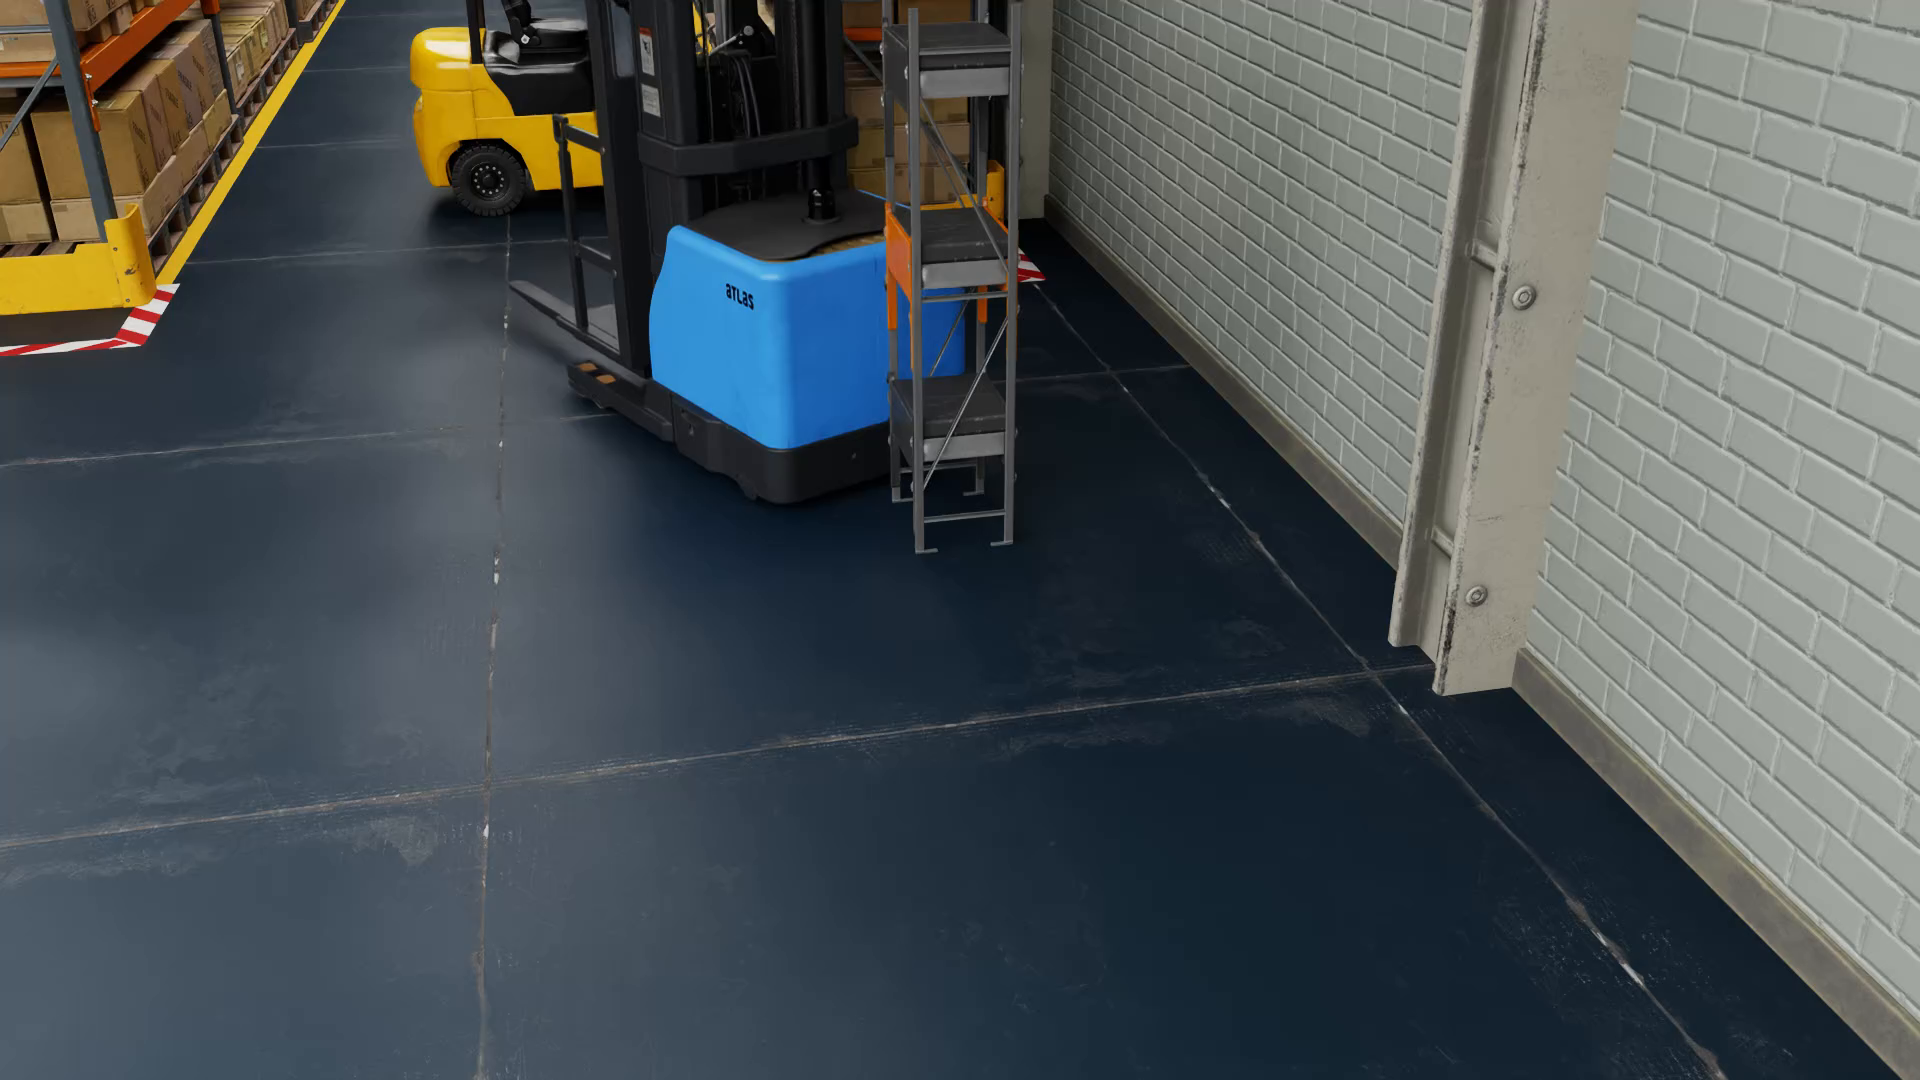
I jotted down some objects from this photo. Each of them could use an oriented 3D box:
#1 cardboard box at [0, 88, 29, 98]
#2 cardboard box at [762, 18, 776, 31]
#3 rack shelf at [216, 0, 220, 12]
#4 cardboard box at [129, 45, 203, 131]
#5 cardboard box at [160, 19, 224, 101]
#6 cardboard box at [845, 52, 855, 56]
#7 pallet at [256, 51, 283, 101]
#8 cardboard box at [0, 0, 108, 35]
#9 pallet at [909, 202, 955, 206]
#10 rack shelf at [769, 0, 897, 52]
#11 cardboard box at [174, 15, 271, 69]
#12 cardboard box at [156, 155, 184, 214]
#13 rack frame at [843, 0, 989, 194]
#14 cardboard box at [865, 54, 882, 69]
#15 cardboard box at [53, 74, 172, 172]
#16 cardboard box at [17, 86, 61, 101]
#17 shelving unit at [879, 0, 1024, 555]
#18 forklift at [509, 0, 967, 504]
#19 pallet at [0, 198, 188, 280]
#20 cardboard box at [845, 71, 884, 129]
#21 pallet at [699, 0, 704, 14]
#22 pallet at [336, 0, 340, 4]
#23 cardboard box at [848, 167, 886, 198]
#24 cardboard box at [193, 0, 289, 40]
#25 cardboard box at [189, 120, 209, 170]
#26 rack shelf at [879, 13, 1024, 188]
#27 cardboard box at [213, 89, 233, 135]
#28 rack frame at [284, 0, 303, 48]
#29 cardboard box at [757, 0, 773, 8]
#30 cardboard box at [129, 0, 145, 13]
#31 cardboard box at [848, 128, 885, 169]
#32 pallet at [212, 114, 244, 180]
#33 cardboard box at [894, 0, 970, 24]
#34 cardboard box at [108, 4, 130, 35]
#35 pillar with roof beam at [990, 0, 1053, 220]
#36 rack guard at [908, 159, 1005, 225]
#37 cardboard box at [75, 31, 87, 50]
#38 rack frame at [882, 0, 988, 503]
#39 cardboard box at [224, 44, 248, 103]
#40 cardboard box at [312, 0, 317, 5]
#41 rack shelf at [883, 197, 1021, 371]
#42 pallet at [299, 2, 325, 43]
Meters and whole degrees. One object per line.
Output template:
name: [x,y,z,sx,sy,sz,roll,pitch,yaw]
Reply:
cardboard box: [-5.746,-2.703,9.809,0.380,0.149,0.250,-5,27,-10]
cardboard box: [-1.198,-3.620,12.069,0.500,0.250,0.500,-5,27,-10]
rack shelf: [-6.516,-4.952,14.030,1.077,0.370,4.000,-6,27,-12]
cardboard box: [-5.438,-3.010,11.138,0.500,0.500,0.500,-5,27,-9]
cardboard box: [-5.670,-3.457,12.024,0.500,0.500,0.500,-6,27,-12]
cardboard box: [-0.980,-3.165,11.168,0.500,0.250,0.500,-6,27,-11]
pallet: [-6.520,-4.028,14.497,1.003,0.211,1.213,-6,27,-12]
cardboard box: [-5.000,-3.052,9.027,0.500,0.500,0.500,-6,27,-12]
pallet: [-0.542,-2.231,10.936,1.003,0.211,1.213,-6,27,-12]
rack shelf: [-0.779,-3.701,11.553,1.077,0.370,4.000,-6,27,-12]
cardboard box: [-6.509,-4.260,14.310,0.950,0.372,0.625,-5,27,-10]
cardboard box: [-5.184,-2.206,10.377,0.500,0.250,0.500,-5,27,-10]
rack frame: [-0.328,-3.145,9.651,1.000,3.000,0.127,-6,27,-12]
cardboard box: [-0.369,-3.000,10.841,0.500,0.250,0.500,-6,27,-12]
cardboard box: [-5.204,-2.555,10.237,0.500,0.500,0.500,-7,28,-14]
cardboard box: [-5.719,-2.488,10.103,0.500,0.500,0.500,-5,27,-10]
shelving unit: [-0.037,-1.010,6.421,0.431,2.100,0.503,-6,27,-12]
forklift: [-1.255,-2.056,7.570,1.130,2.935,3.031,-19,33,-33]
pallet: [-5.329,-1.788,10.057,1.003,0.211,1.213,-6,27,-12]
cardboard box: [-0.736,-2.721,10.289,0.500,0.250,0.500,-5,27,-10]
pallet: [-2.263,-5.743,17.895,1.003,0.211,1.213,-6,27,-12]
pallet: [-7.621,-6.331,19.059,1.003,0.211,1.213,-6,27,-12]
cardboard box: [-0.742,-2.279,10.521,0.500,0.250,0.500,-6,27,-11]
cardboard box: [-6.849,-4.916,15.611,0.950,0.372,0.625,-8,28,-15]
cardboard box: [-5.430,-2.666,11.289,0.500,0.250,0.500,-6,27,-11]
rack shelf: [-0.037,-1.623,6.112,0.431,0.518,0.480,-6,27,-12]
cardboard box: [-5.670,-3.123,12.193,0.500,0.250,0.500,-5,27,-9]
rack frame: [-6.967,-6.151,15.607,1.000,3.000,0.127,-6,27,-12]
cardboard box: [-1.427,-4.063,12.946,0.500,0.250,0.500,-6,27,-12]
cardboard box: [-5.342,-3.386,10.408,0.380,0.149,0.250,-7,28,-13]
cardboard box: [-0.743,-2.510,10.424,0.500,0.250,0.500,-6,27,-12]
pallet: [-5.879,-2.859,12.180,1.003,0.211,1.213,-6,27,-12]
cardboard box: [-0.170,-3.435,10.115,0.500,0.500,0.500,-5,27,-10]
cardboard box: [-5.102,-3.047,9.737,0.380,0.149,0.250,-6,27,-11]
pillar with roof beam: [-3.802,-5.783,8.220,9.100,9.000,0.400,-6,27,-12]
rack guard: [-0.323,-2.018,10.193,1.175,0.500,0.348,-6,27,-12]
cardboard box: [-5.109,-2.806,9.260,0.380,0.149,0.250,-6,27,-11]
rack frame: [-0.092,-1.117,6.633,0.400,2.100,0.015,-6,27,-12]
cardboard box: [-6.186,-3.639,13.081,0.950,0.372,0.625,-6,27,-11]
cardboard box: [-7.238,-6.093,17.386,0.875,0.875,0.875,-6,27,-11]
rack shelf: [-0.037,-0.998,6.427,0.431,0.518,0.480,-6,27,-12]
pallet: [-7.071,-5.260,16.937,1.003,0.211,1.213,-6,27,-12]
